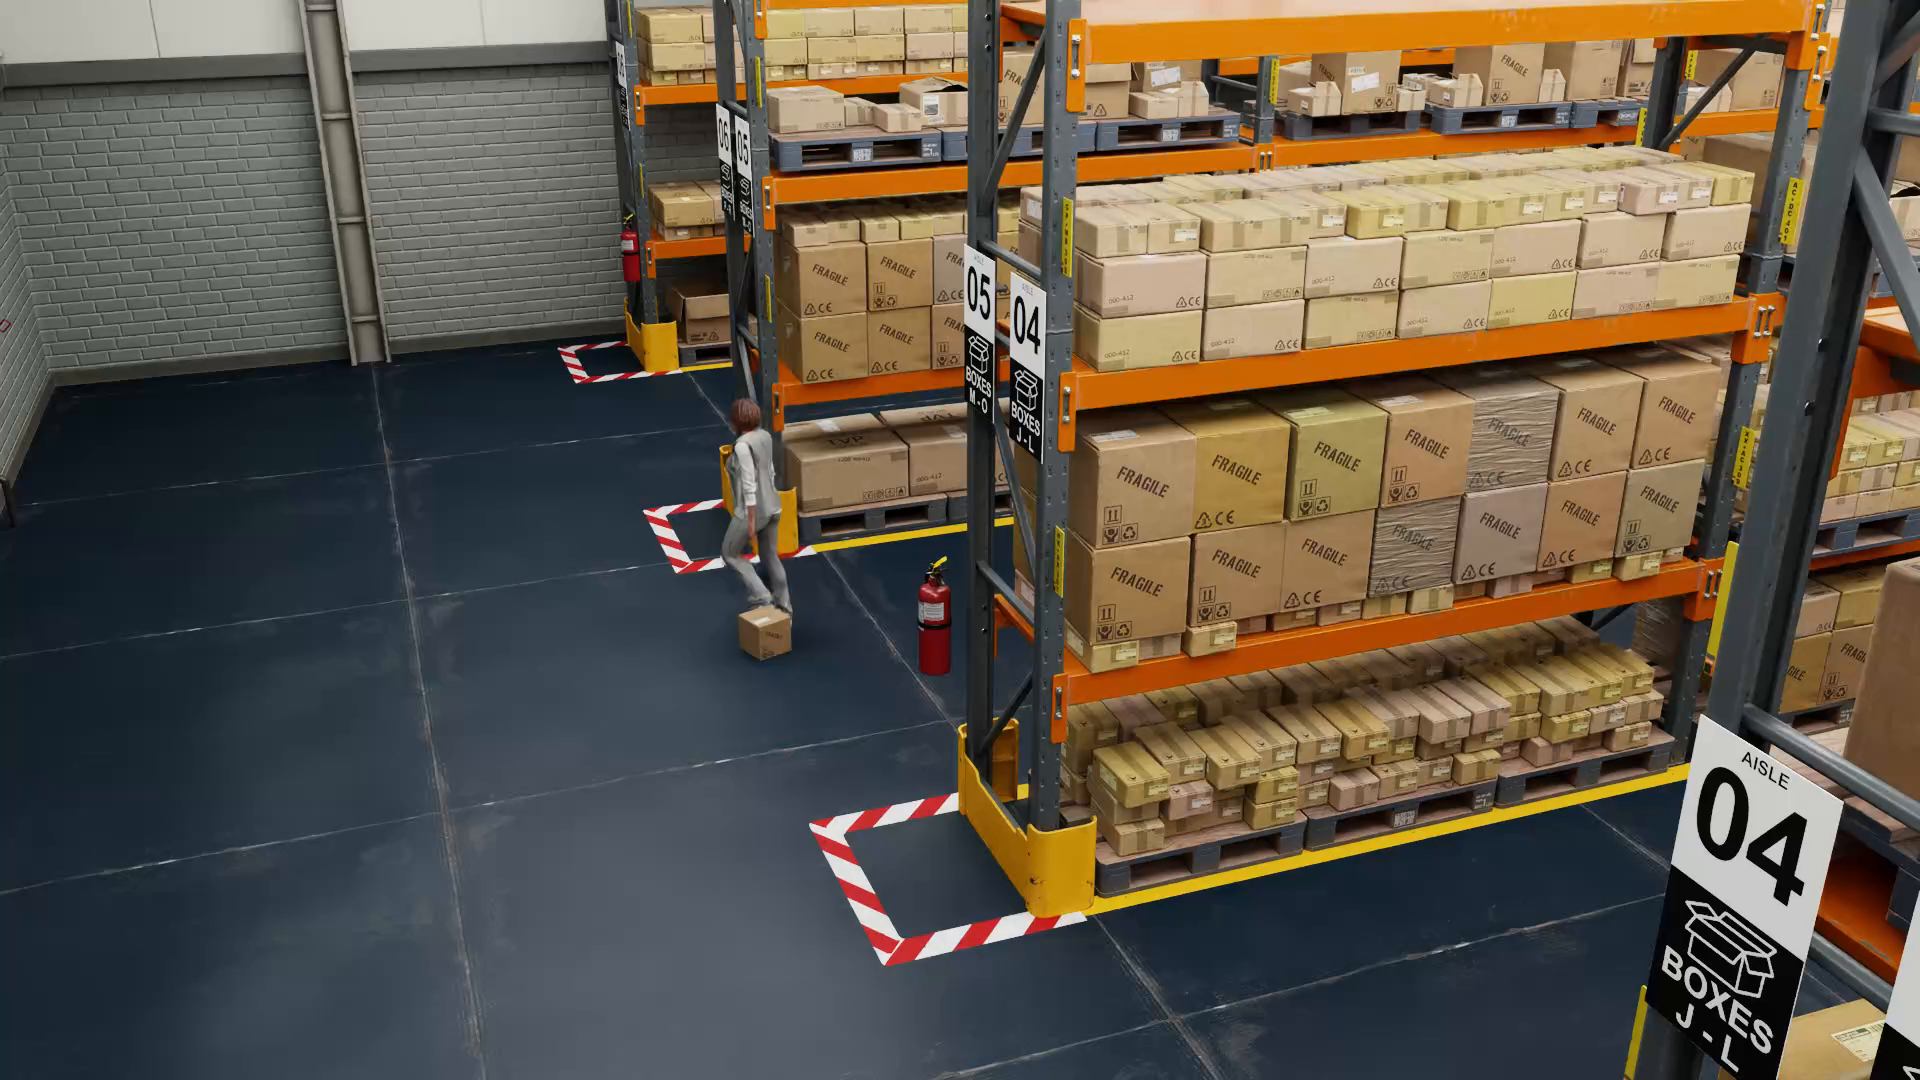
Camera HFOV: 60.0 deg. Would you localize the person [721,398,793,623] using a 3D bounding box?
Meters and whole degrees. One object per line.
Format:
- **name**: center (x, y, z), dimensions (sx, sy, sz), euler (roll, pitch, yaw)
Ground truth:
- **person**: center (-1.344, -0.178, 11.192), dimensions (0.475, 1.580, 0.442), euler (11, 25, 25)
